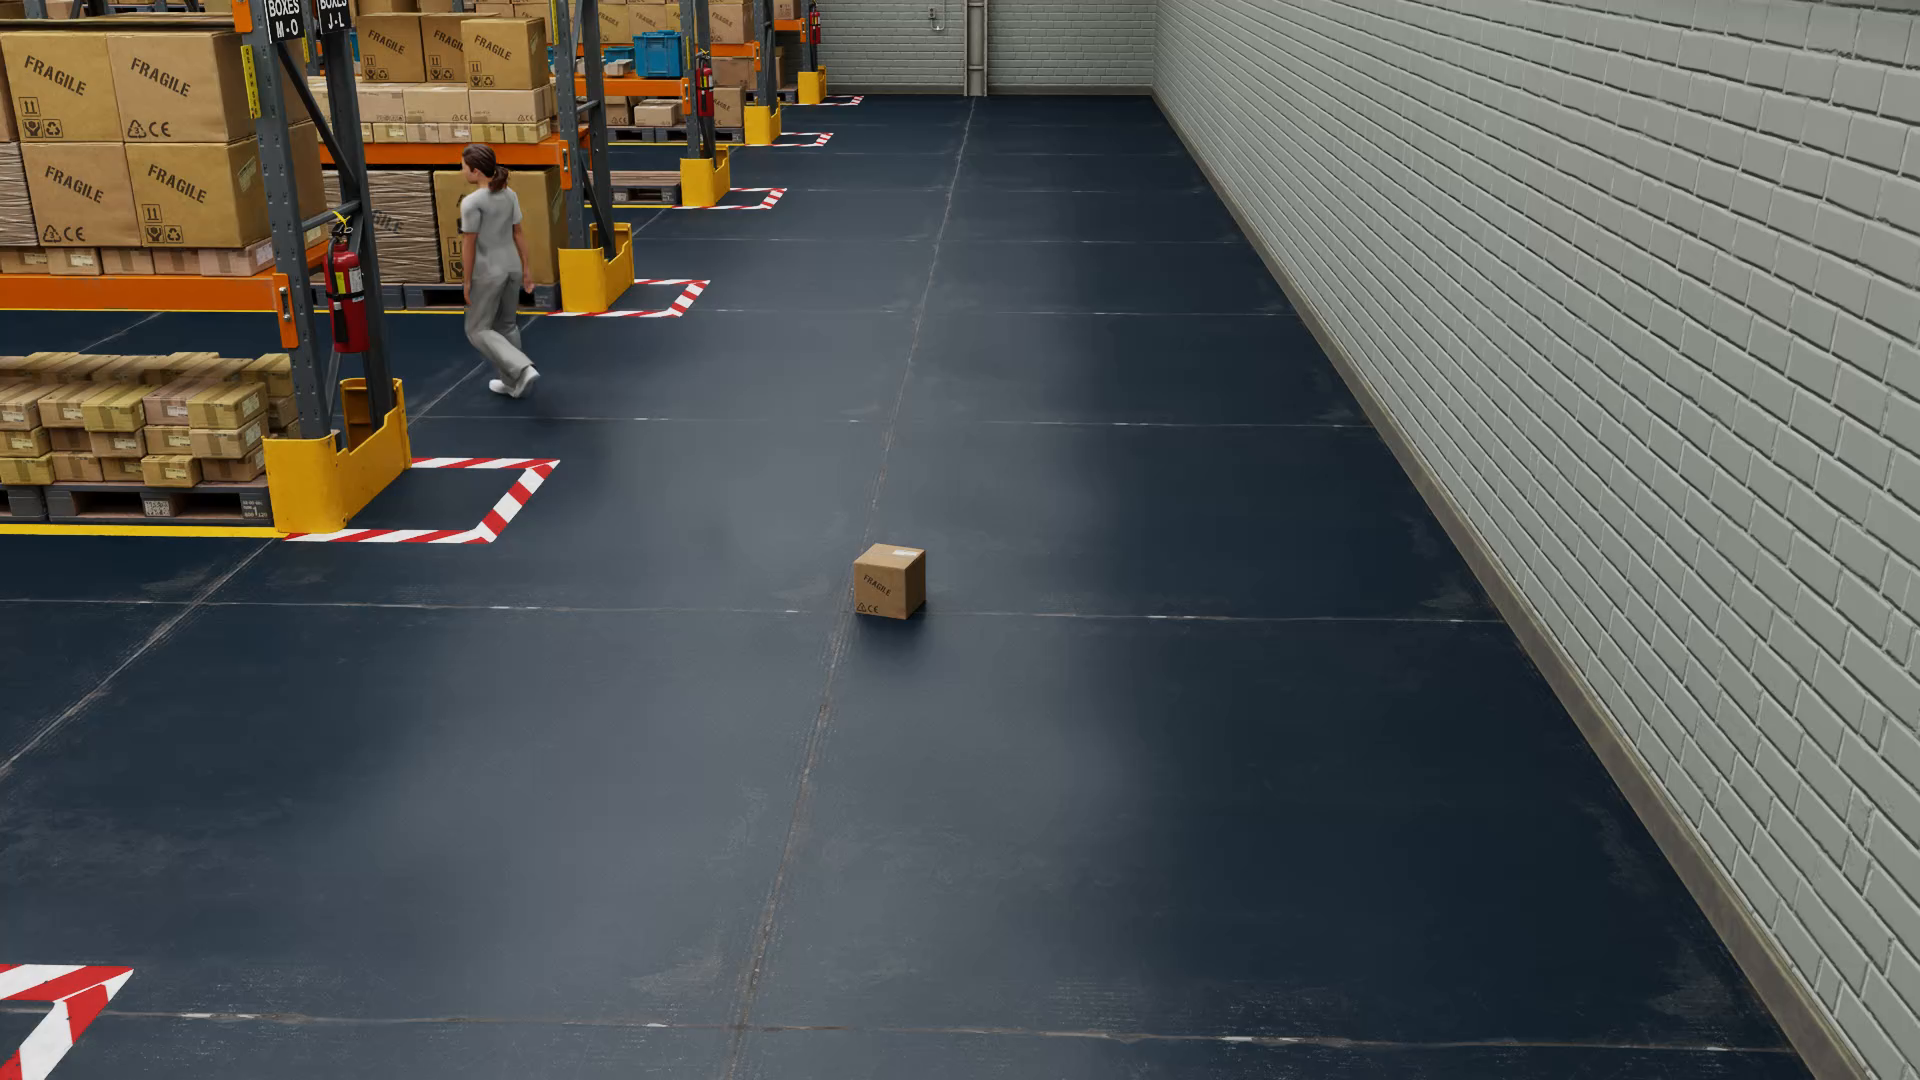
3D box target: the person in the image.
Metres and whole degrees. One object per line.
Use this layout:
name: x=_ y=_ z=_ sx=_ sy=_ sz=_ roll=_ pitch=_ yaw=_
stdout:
person: x=-2.883 y=-1.645 z=10.380 sx=0.698 sy=1.647 sz=0.479 roll=13 pitch=24 yaw=30
